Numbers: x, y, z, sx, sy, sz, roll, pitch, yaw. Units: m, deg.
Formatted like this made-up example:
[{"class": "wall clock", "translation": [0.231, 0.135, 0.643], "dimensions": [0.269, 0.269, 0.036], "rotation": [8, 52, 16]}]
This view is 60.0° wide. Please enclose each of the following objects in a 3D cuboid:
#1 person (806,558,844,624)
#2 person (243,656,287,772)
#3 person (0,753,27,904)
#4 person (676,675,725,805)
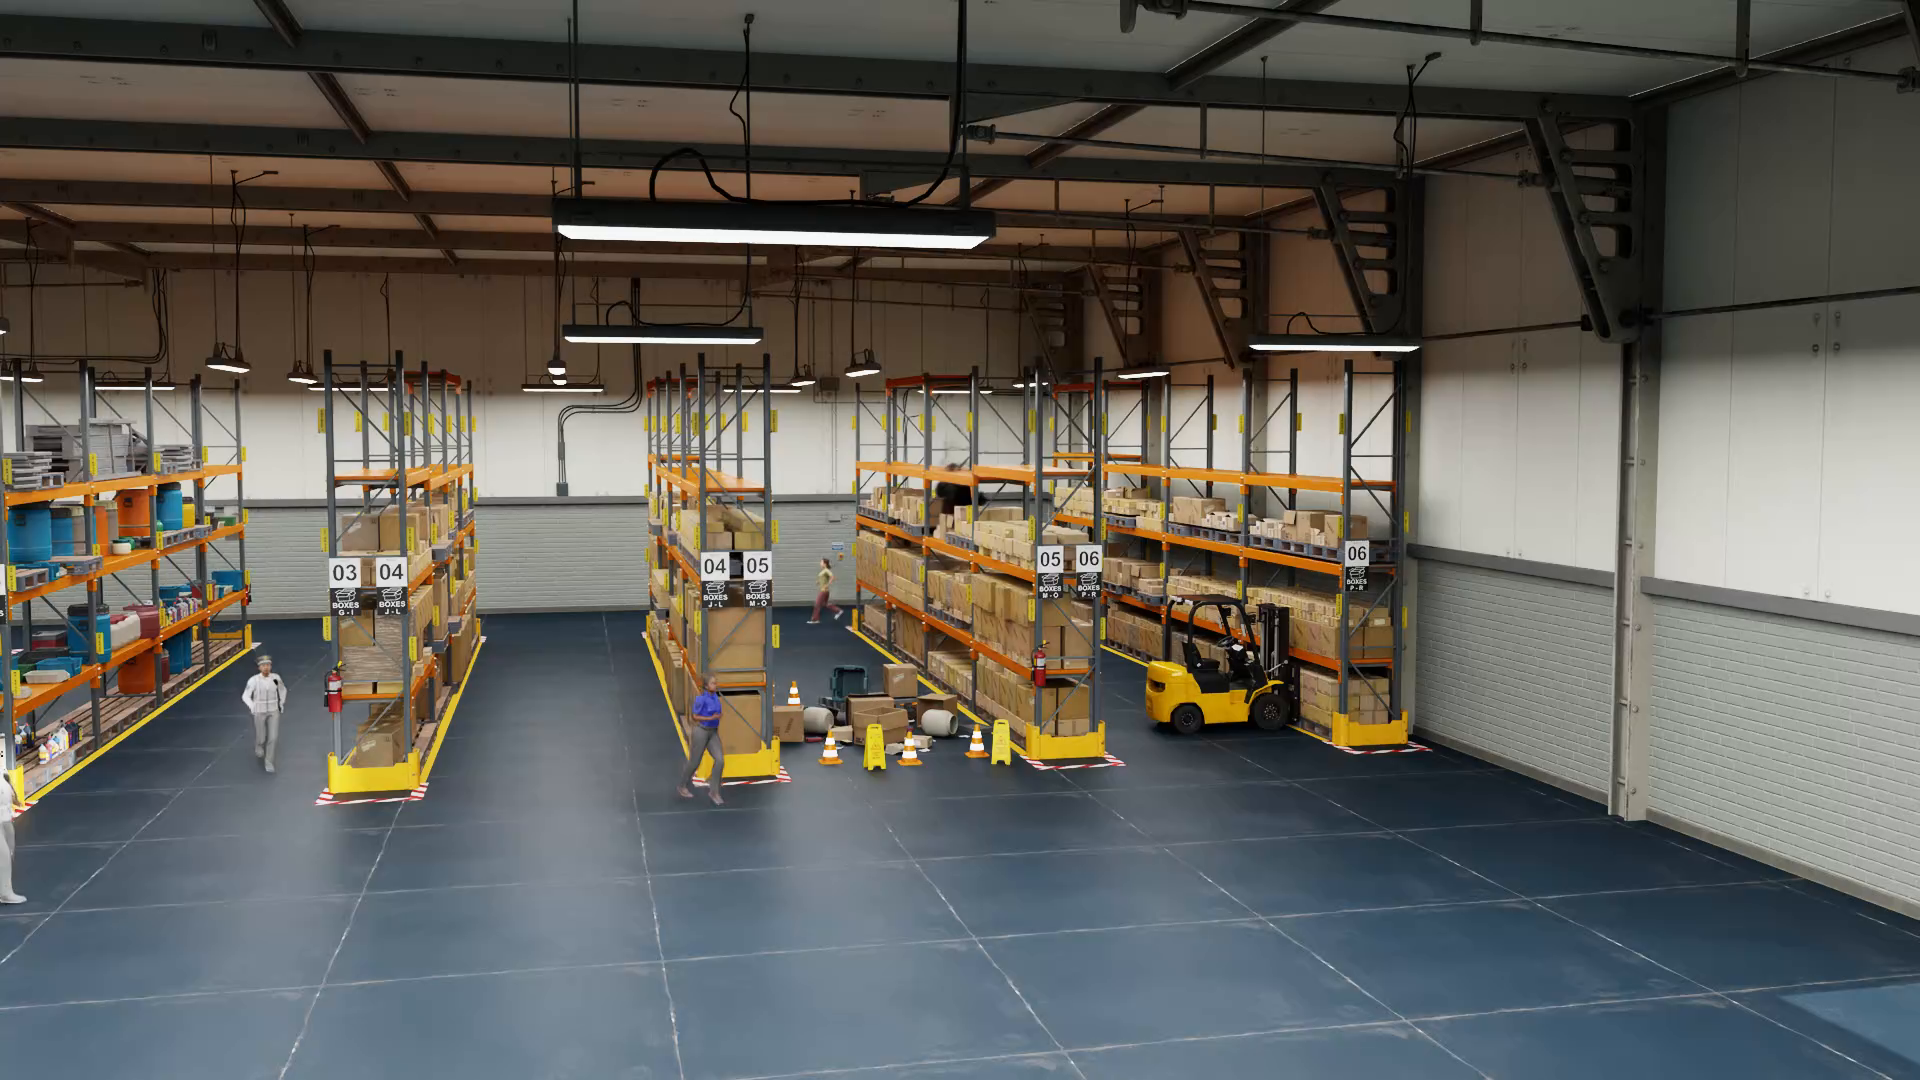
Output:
[{"class": "person", "translation": [-3.368, 1.282, 41.563], "dimensions": [0.948, 1.659, 0.606], "rotation": [-1, 4, -9]}, {"class": "person", "translation": [-10.095, 2.498, 24.198], "dimensions": [0.619, 1.667, 0.721], "rotation": [-2, 5, -32]}, {"class": "person", "translation": [-10.150, 2.954, 17.411], "dimensions": [0.815, 1.666, 0.588], "rotation": [1, 4, 15]}, {"class": "person", "translation": [-3.386, 2.647, 22.106], "dimensions": [0.761, 1.713, 0.579], "rotation": [3, 5, 36]}]
